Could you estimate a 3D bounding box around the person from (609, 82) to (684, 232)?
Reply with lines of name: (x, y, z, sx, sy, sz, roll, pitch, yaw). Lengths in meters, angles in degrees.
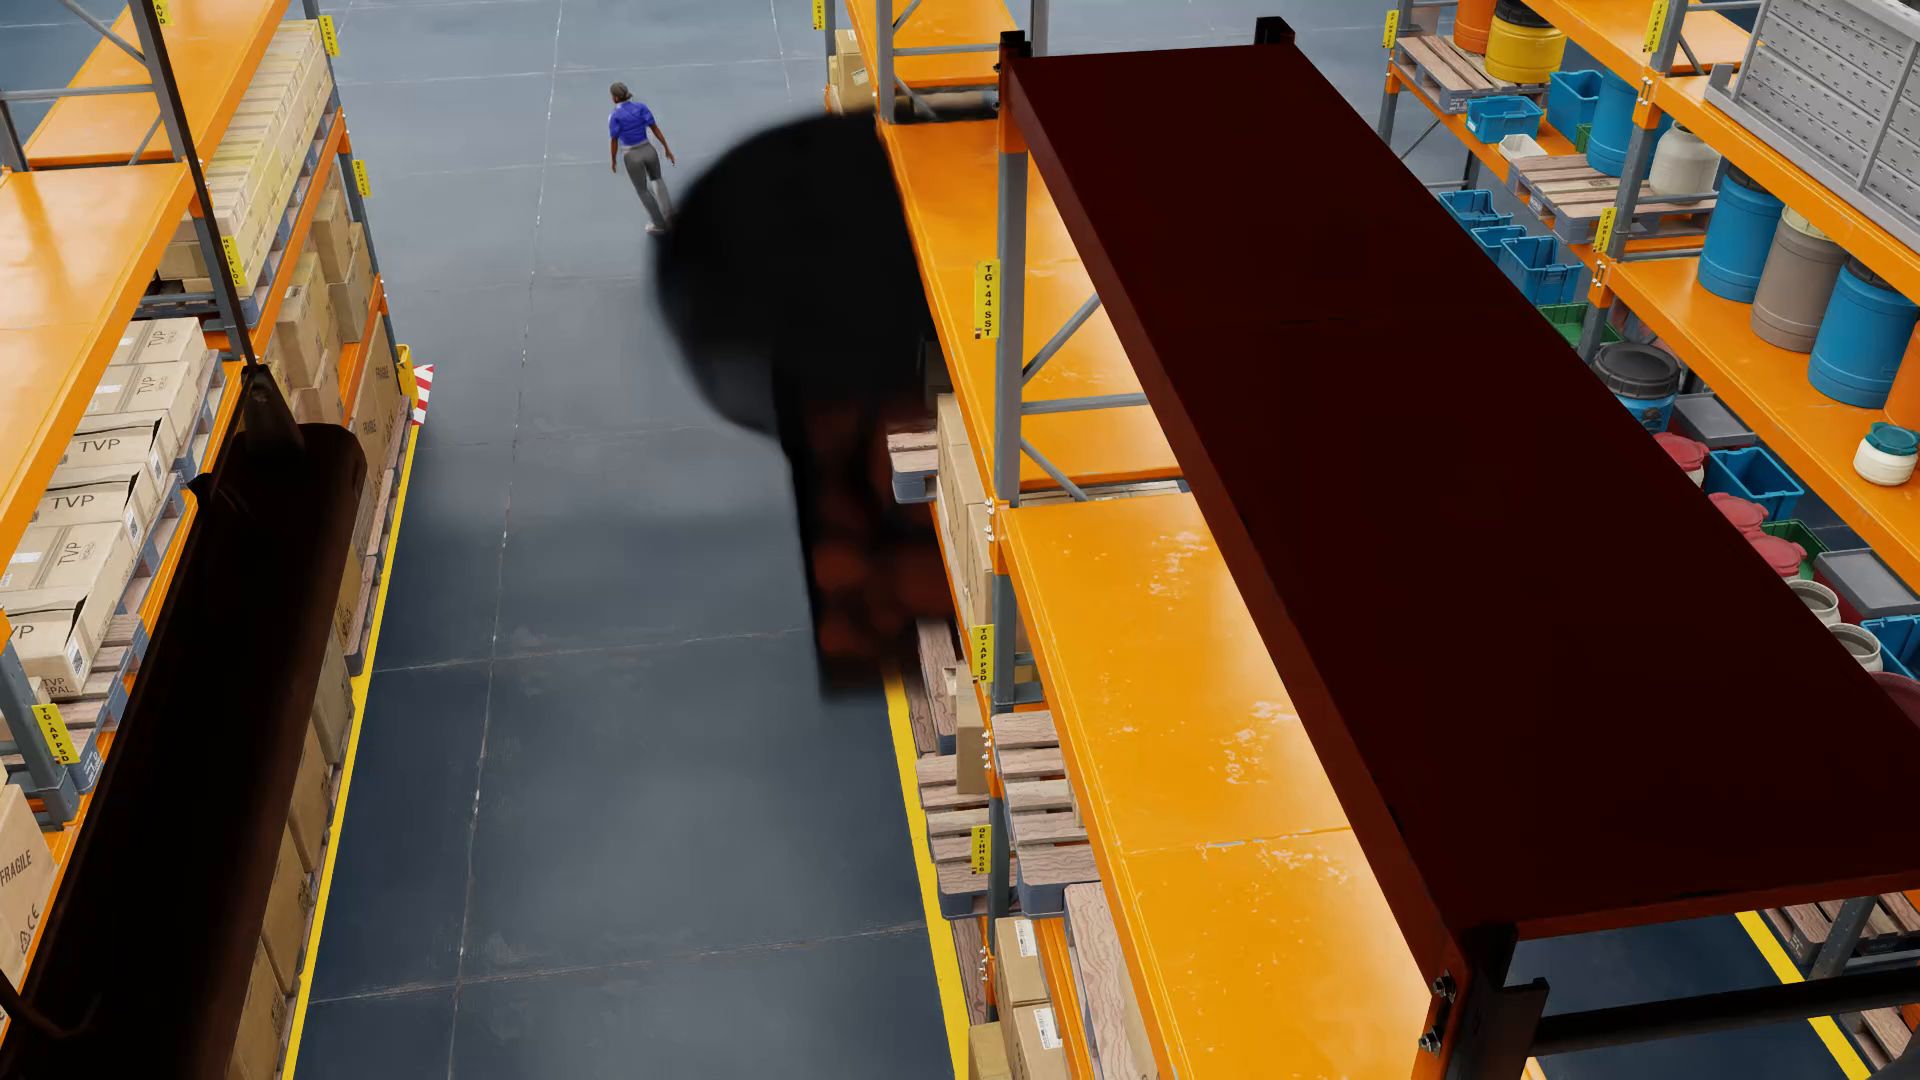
person: (-3.344, -4.040, 17.610, 0.632, 1.611, 0.552, -22, 42, -27)

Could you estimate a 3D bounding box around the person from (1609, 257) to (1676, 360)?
person: (6.337, -2.245, 15.222, 0.624, 1.623, 0.942, -22, 42, -27)
